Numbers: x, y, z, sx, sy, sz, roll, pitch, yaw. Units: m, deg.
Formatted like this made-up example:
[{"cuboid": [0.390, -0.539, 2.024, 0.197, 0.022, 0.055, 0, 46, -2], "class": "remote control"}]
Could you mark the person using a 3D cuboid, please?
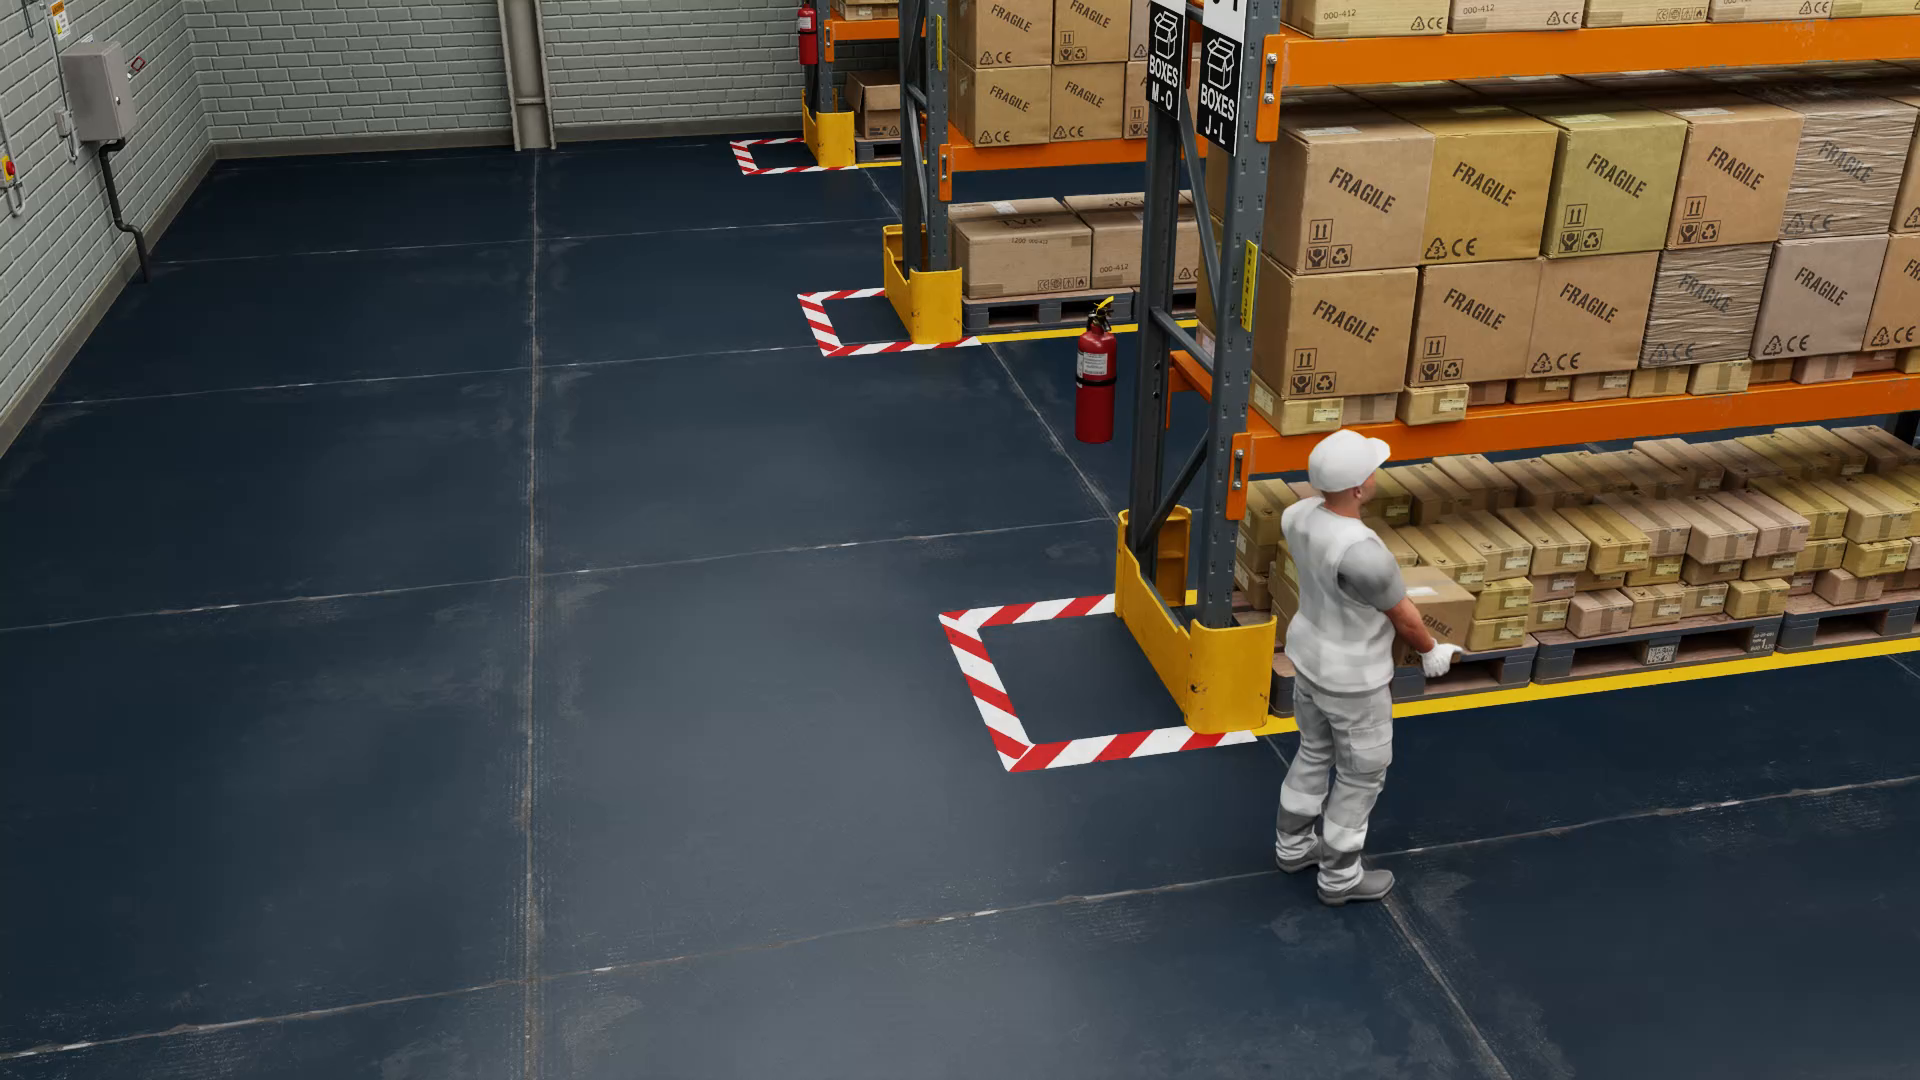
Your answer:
[{"cuboid": [1.393, 0.431, 5.732, 0.572, 1.782, 0.493, -9, 28, -17], "class": "person"}]
